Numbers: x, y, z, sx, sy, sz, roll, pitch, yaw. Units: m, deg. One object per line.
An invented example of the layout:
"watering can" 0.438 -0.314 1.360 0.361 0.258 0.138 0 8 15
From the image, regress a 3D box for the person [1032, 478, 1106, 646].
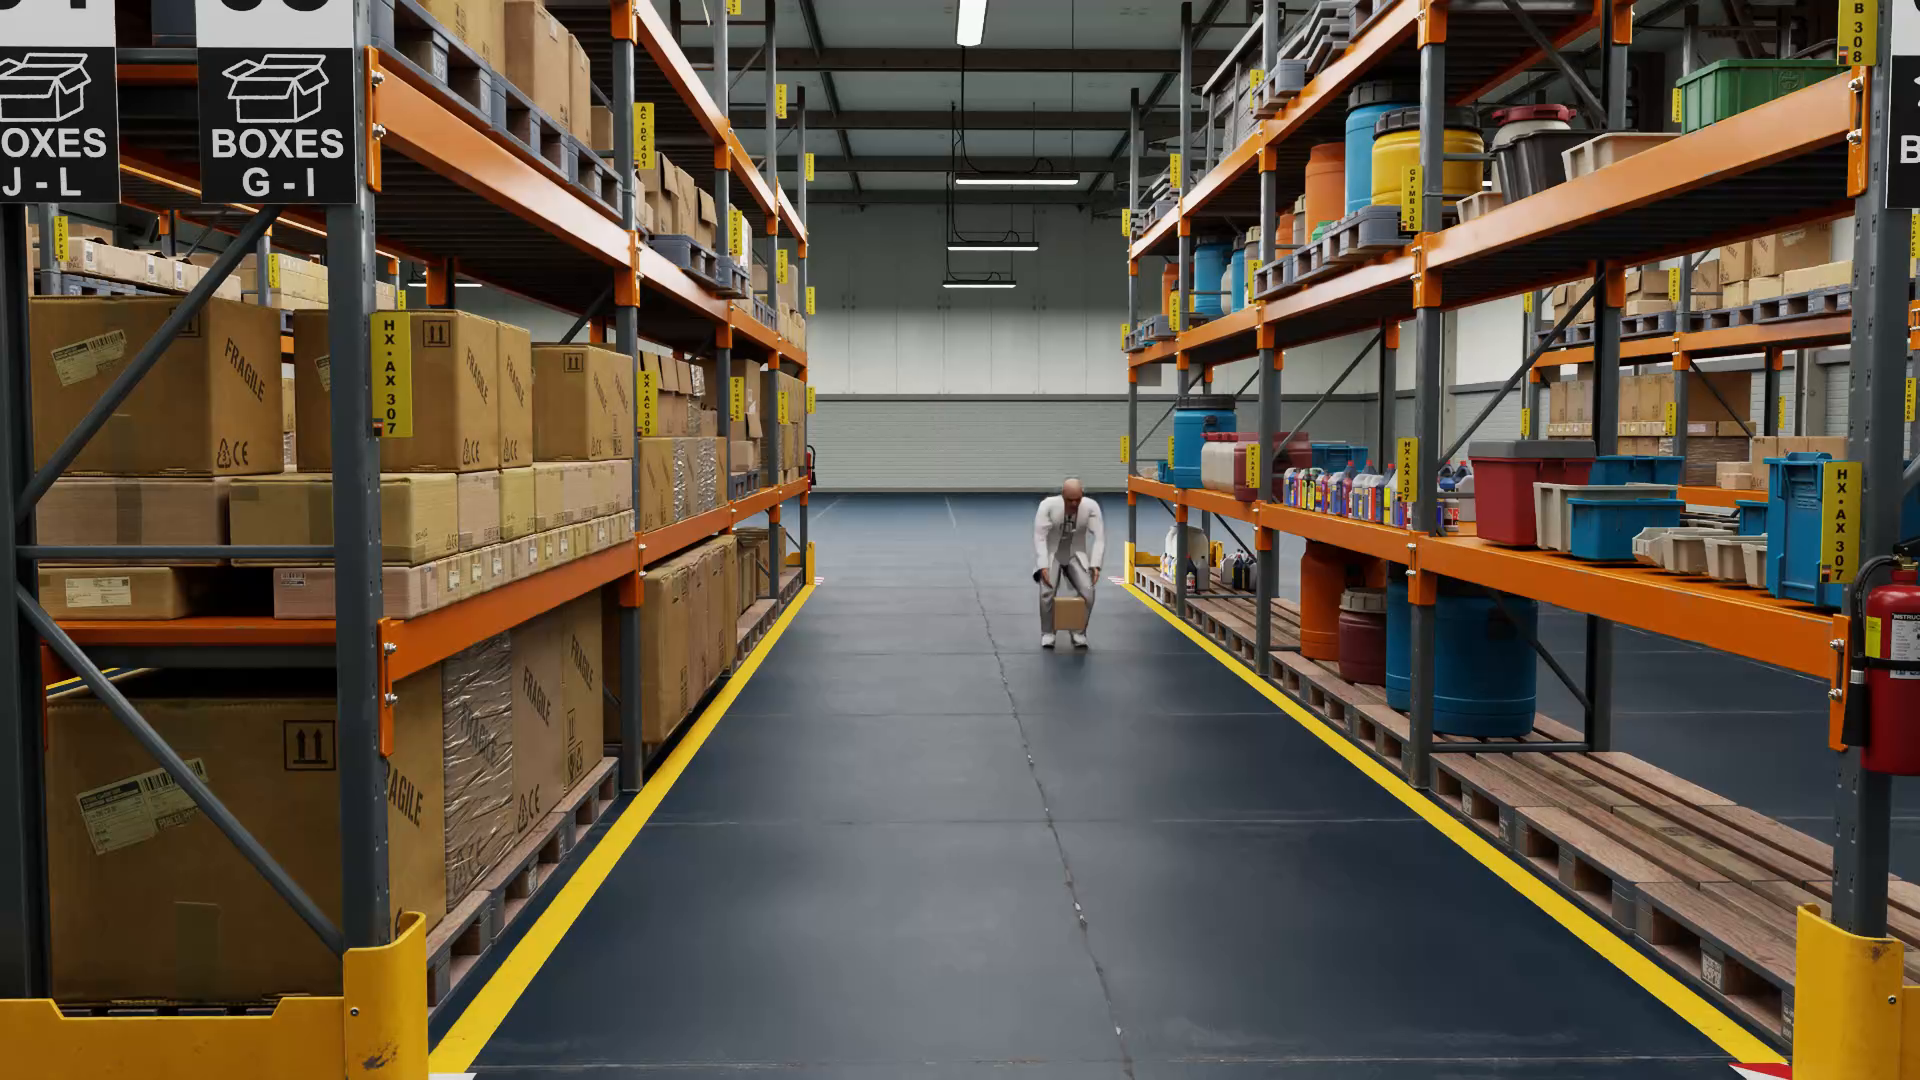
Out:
"person" 0.932 0.188 14.323 0.622 1.454 0.690 0 4 -1
